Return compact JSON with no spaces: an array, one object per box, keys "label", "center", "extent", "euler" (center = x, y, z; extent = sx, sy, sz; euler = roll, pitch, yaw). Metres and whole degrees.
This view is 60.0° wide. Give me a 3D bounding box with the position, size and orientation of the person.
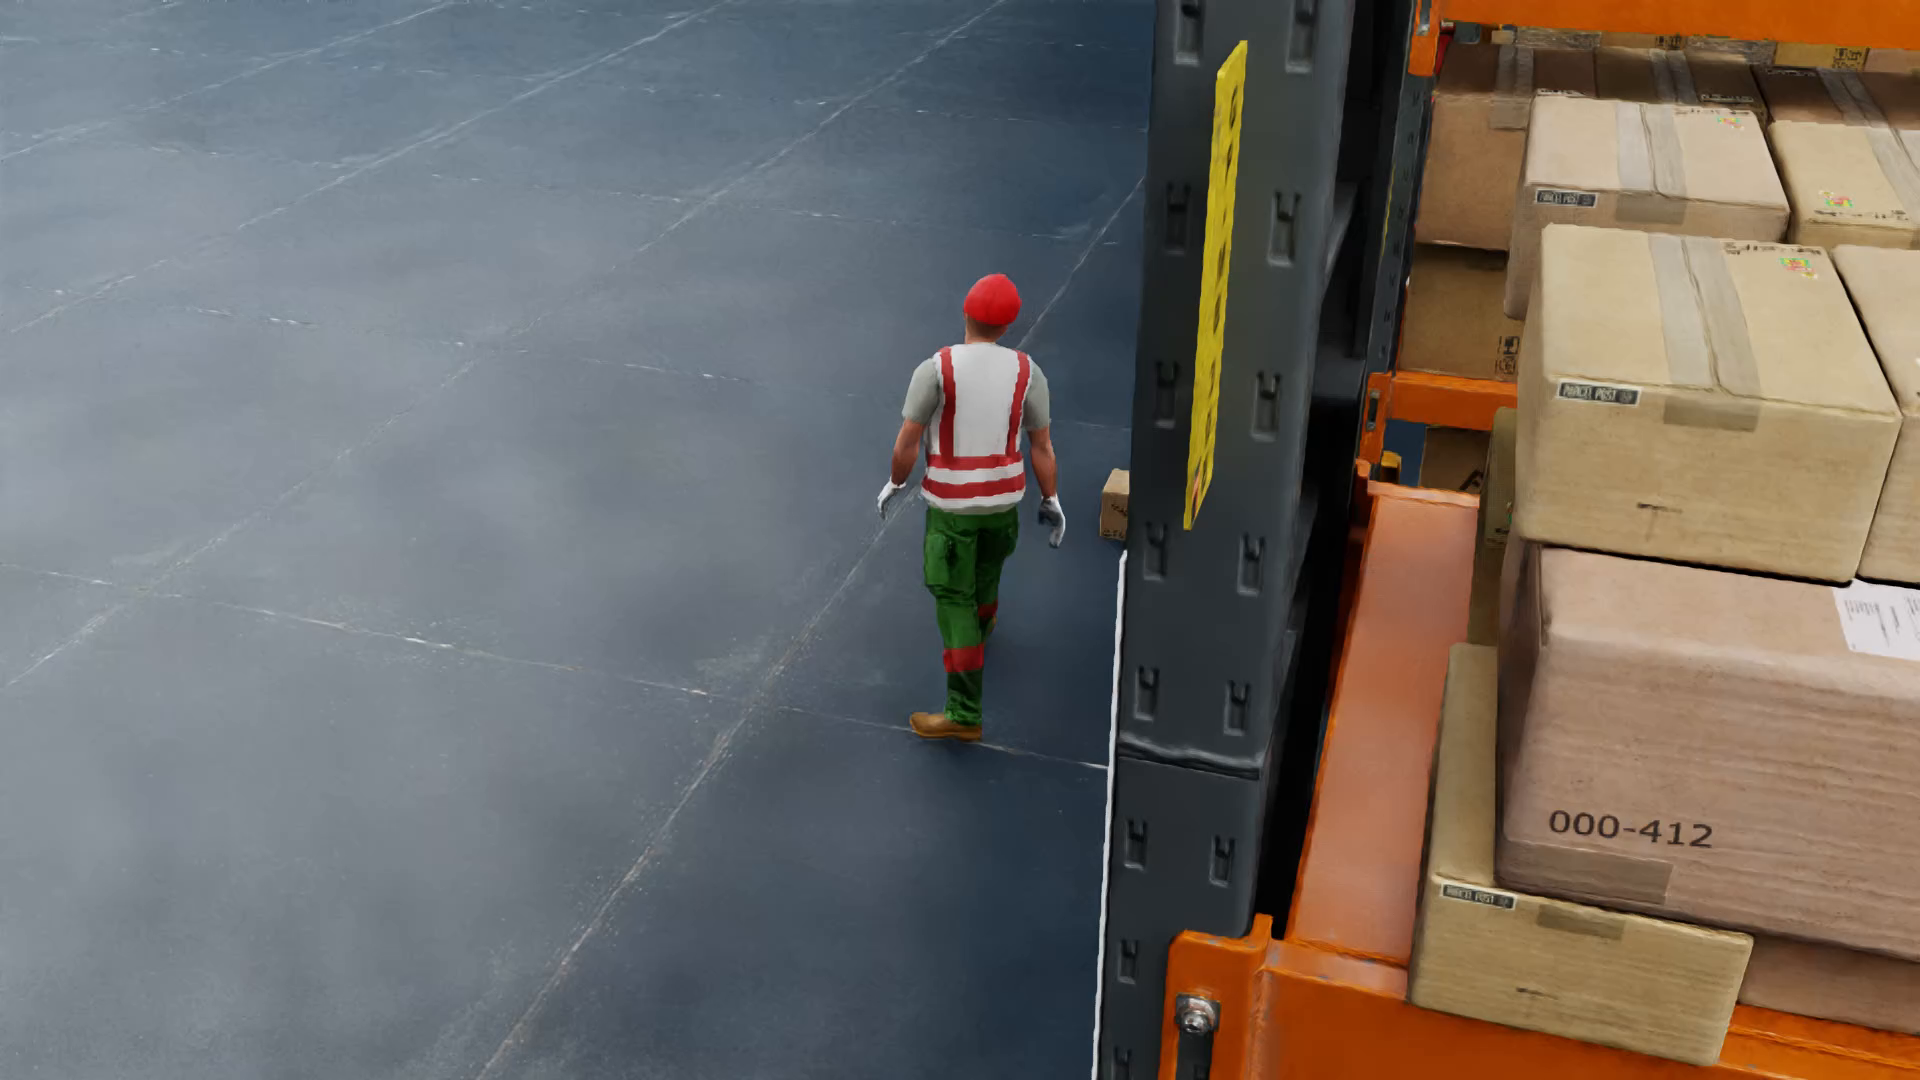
[{"label":"person","center":[0.039,-0.160,6.440],"extent":[0.680,1.751,0.965],"euler":[-8,30,-15]}]
